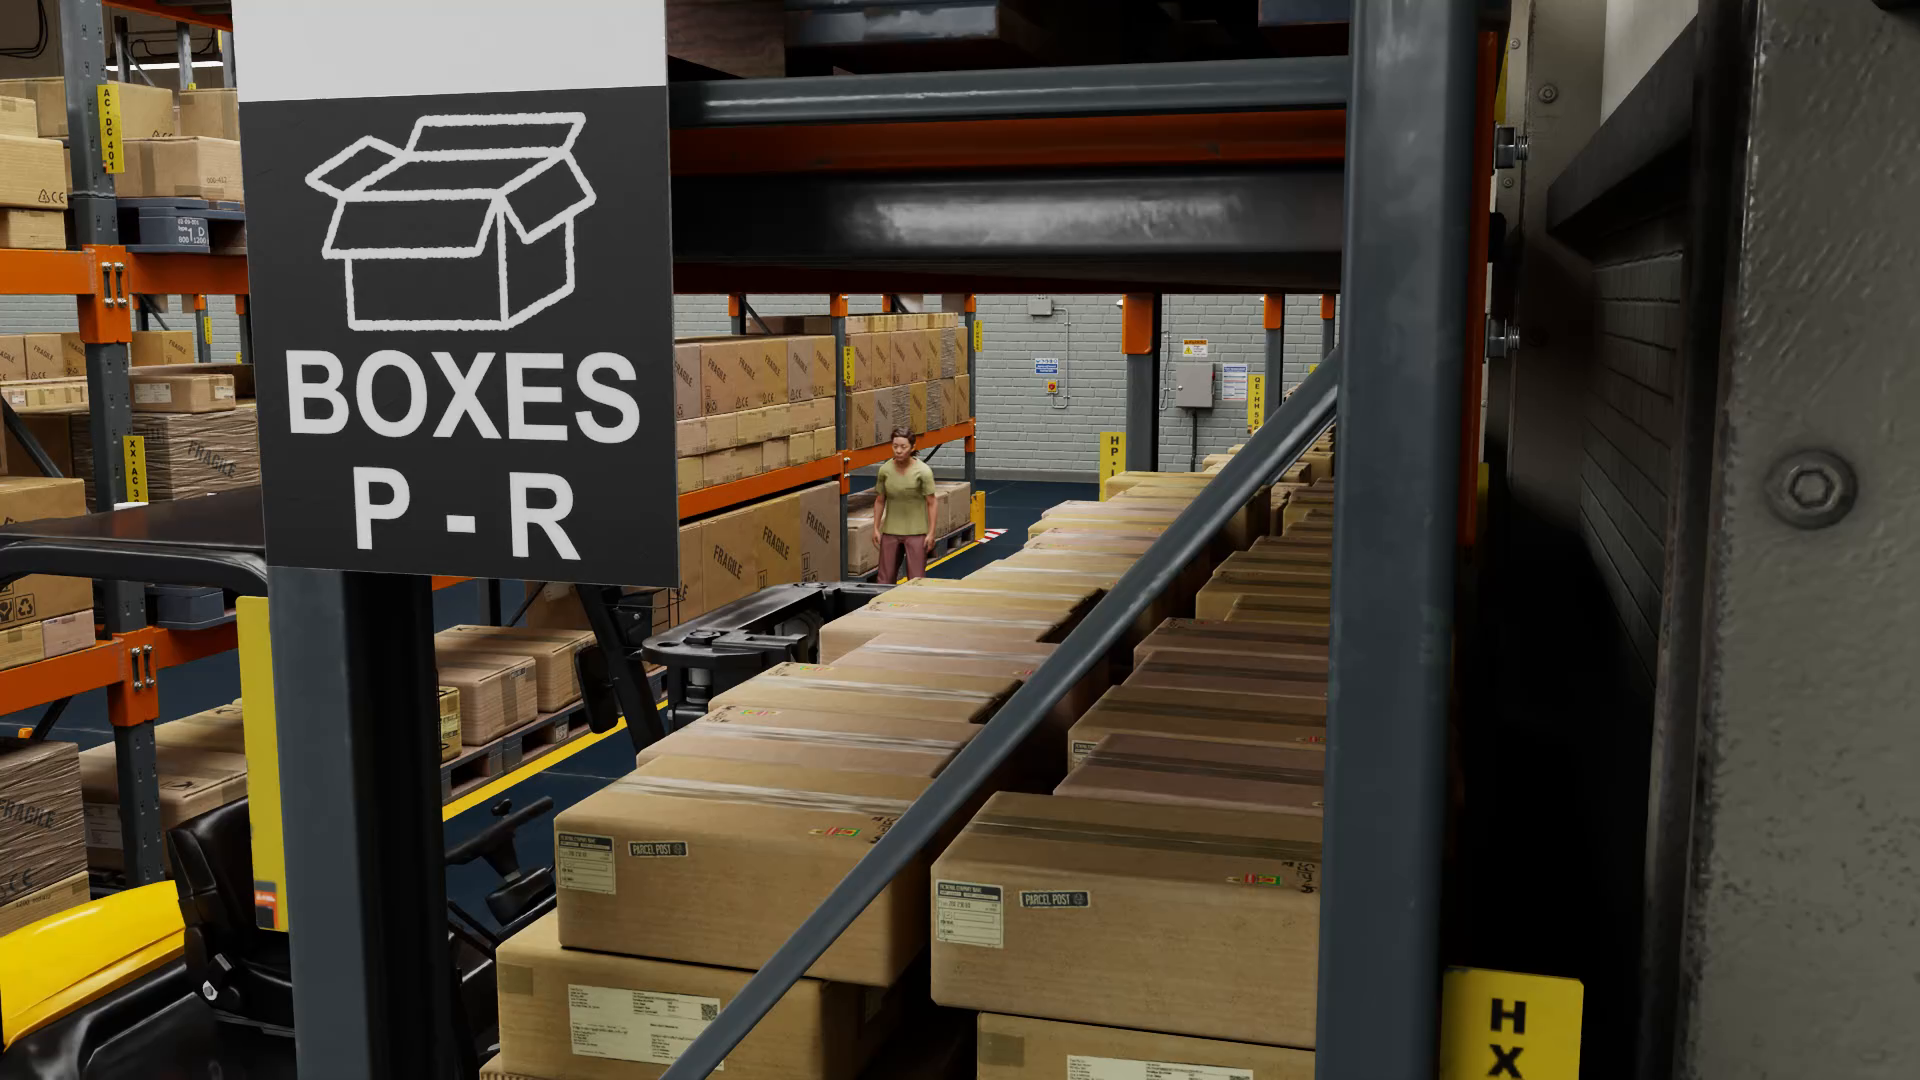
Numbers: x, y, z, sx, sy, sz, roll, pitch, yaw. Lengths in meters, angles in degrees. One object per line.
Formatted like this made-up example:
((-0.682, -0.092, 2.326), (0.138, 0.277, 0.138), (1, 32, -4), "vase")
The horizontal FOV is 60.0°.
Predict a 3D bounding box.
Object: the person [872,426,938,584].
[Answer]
((-0.422, -0.023, 12.495), (0.499, 1.673, 0.354), (2, 9, 16), "person")
